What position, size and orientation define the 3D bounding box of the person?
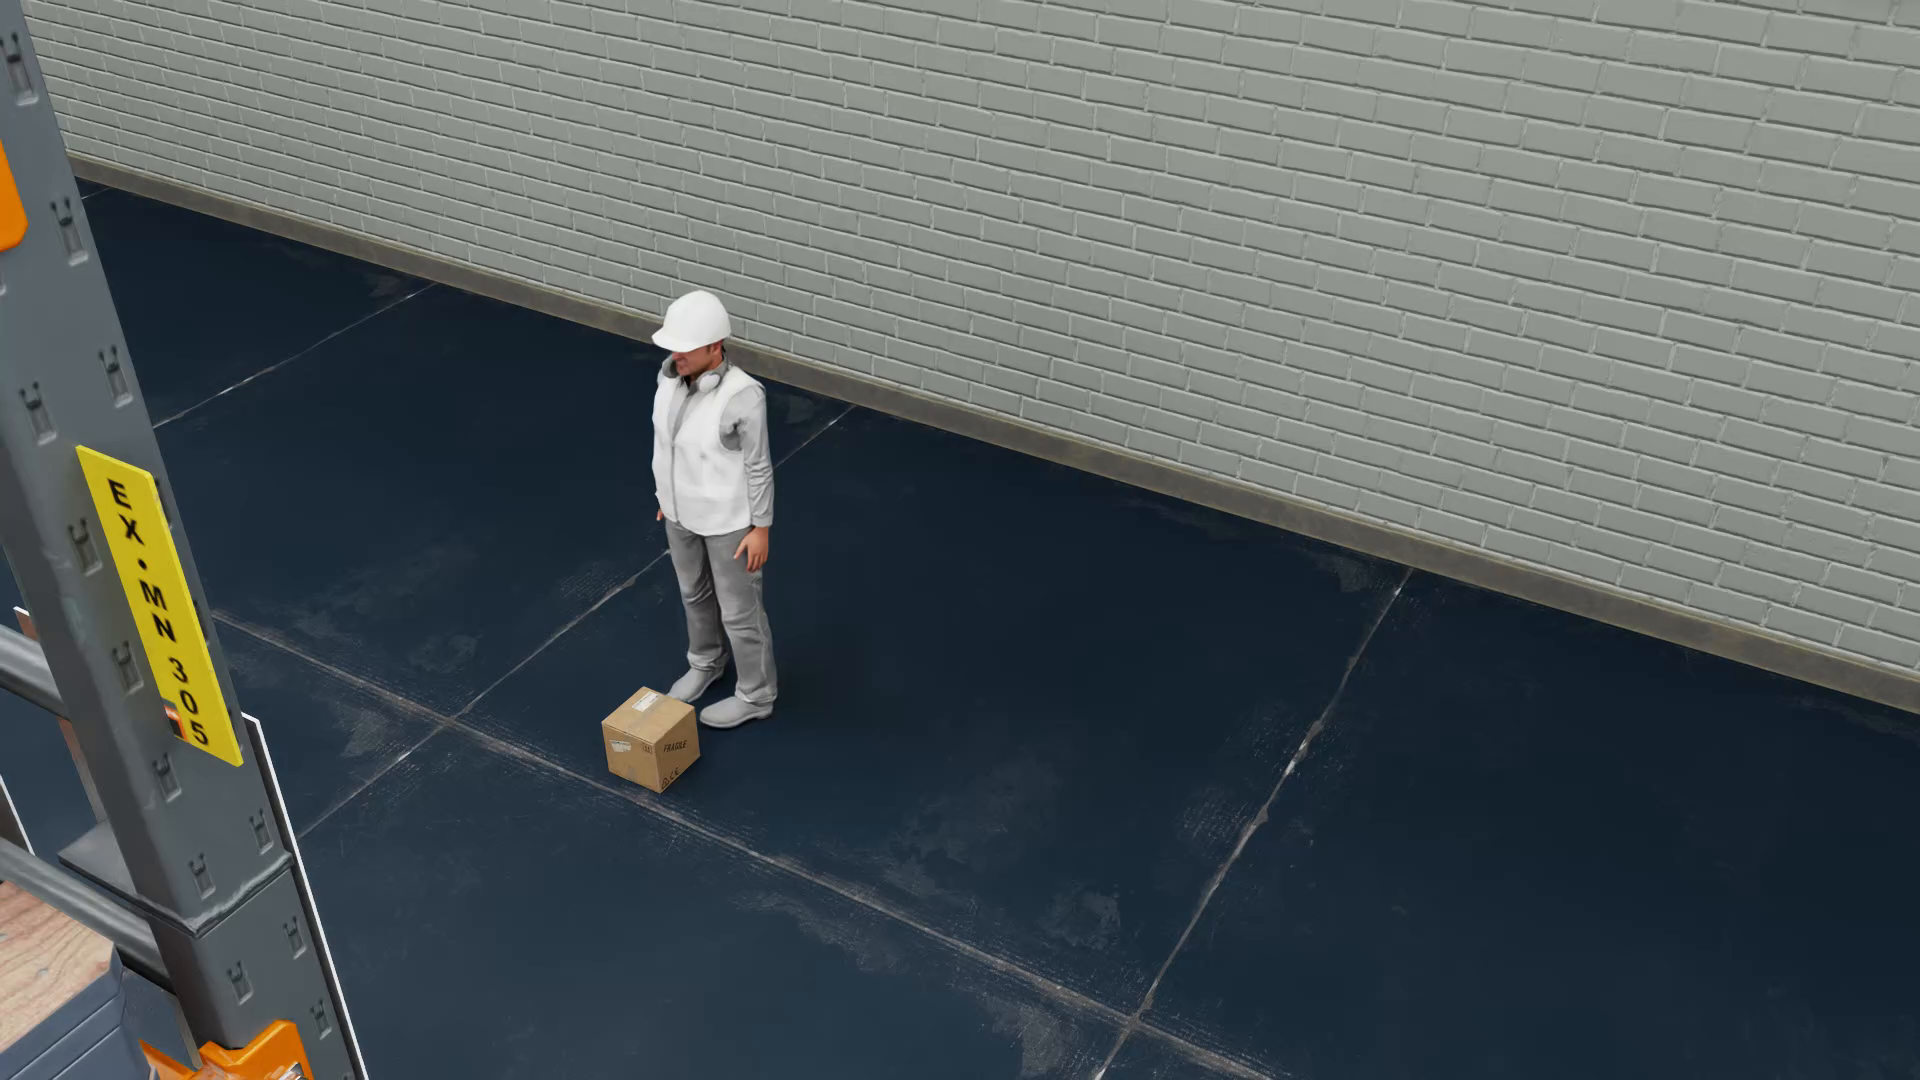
[{"bbox_3d":[-0.953,-0.099,6.261,0.559,1.789,0.397,25,41,32],"label":"person"}]
